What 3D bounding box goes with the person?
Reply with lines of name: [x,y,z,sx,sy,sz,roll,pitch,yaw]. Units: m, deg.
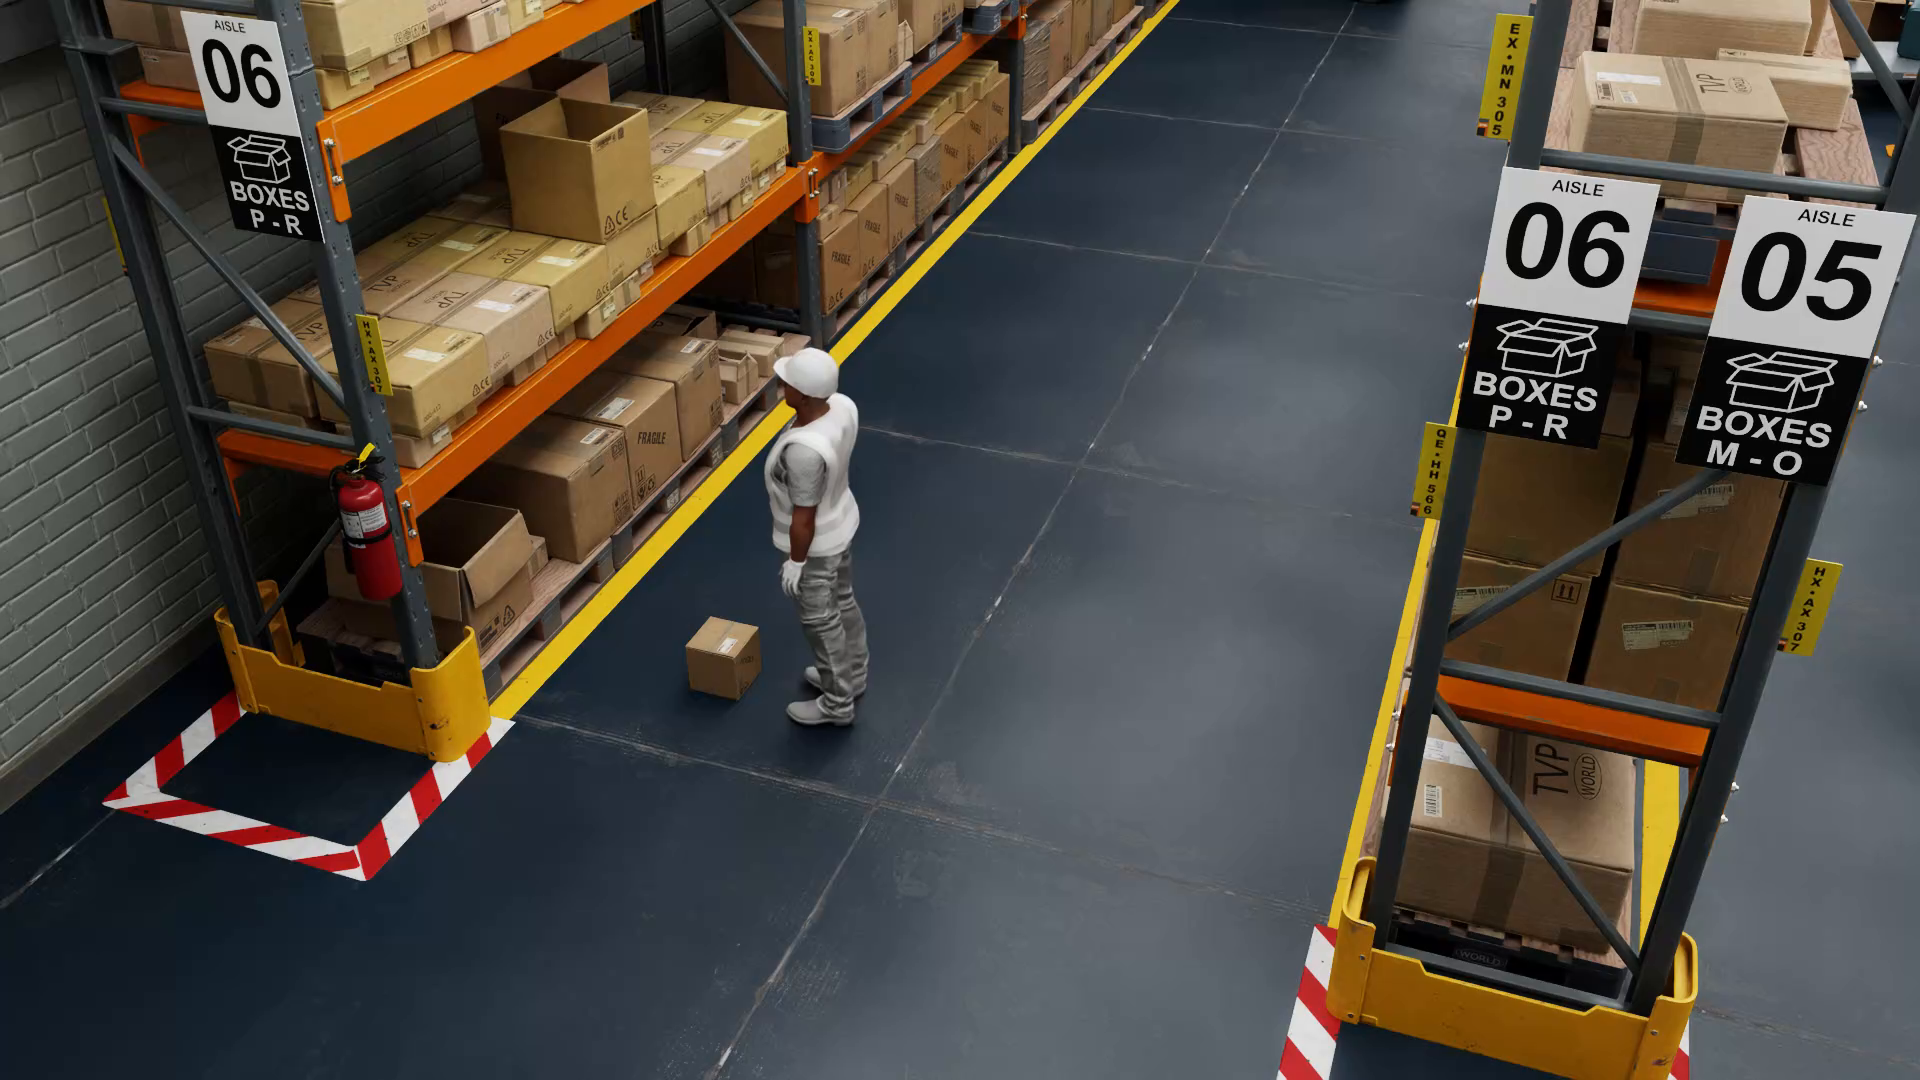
person: [-0.611,-0.020,7.114,0.357,1.781,0.562,8,34,12]
